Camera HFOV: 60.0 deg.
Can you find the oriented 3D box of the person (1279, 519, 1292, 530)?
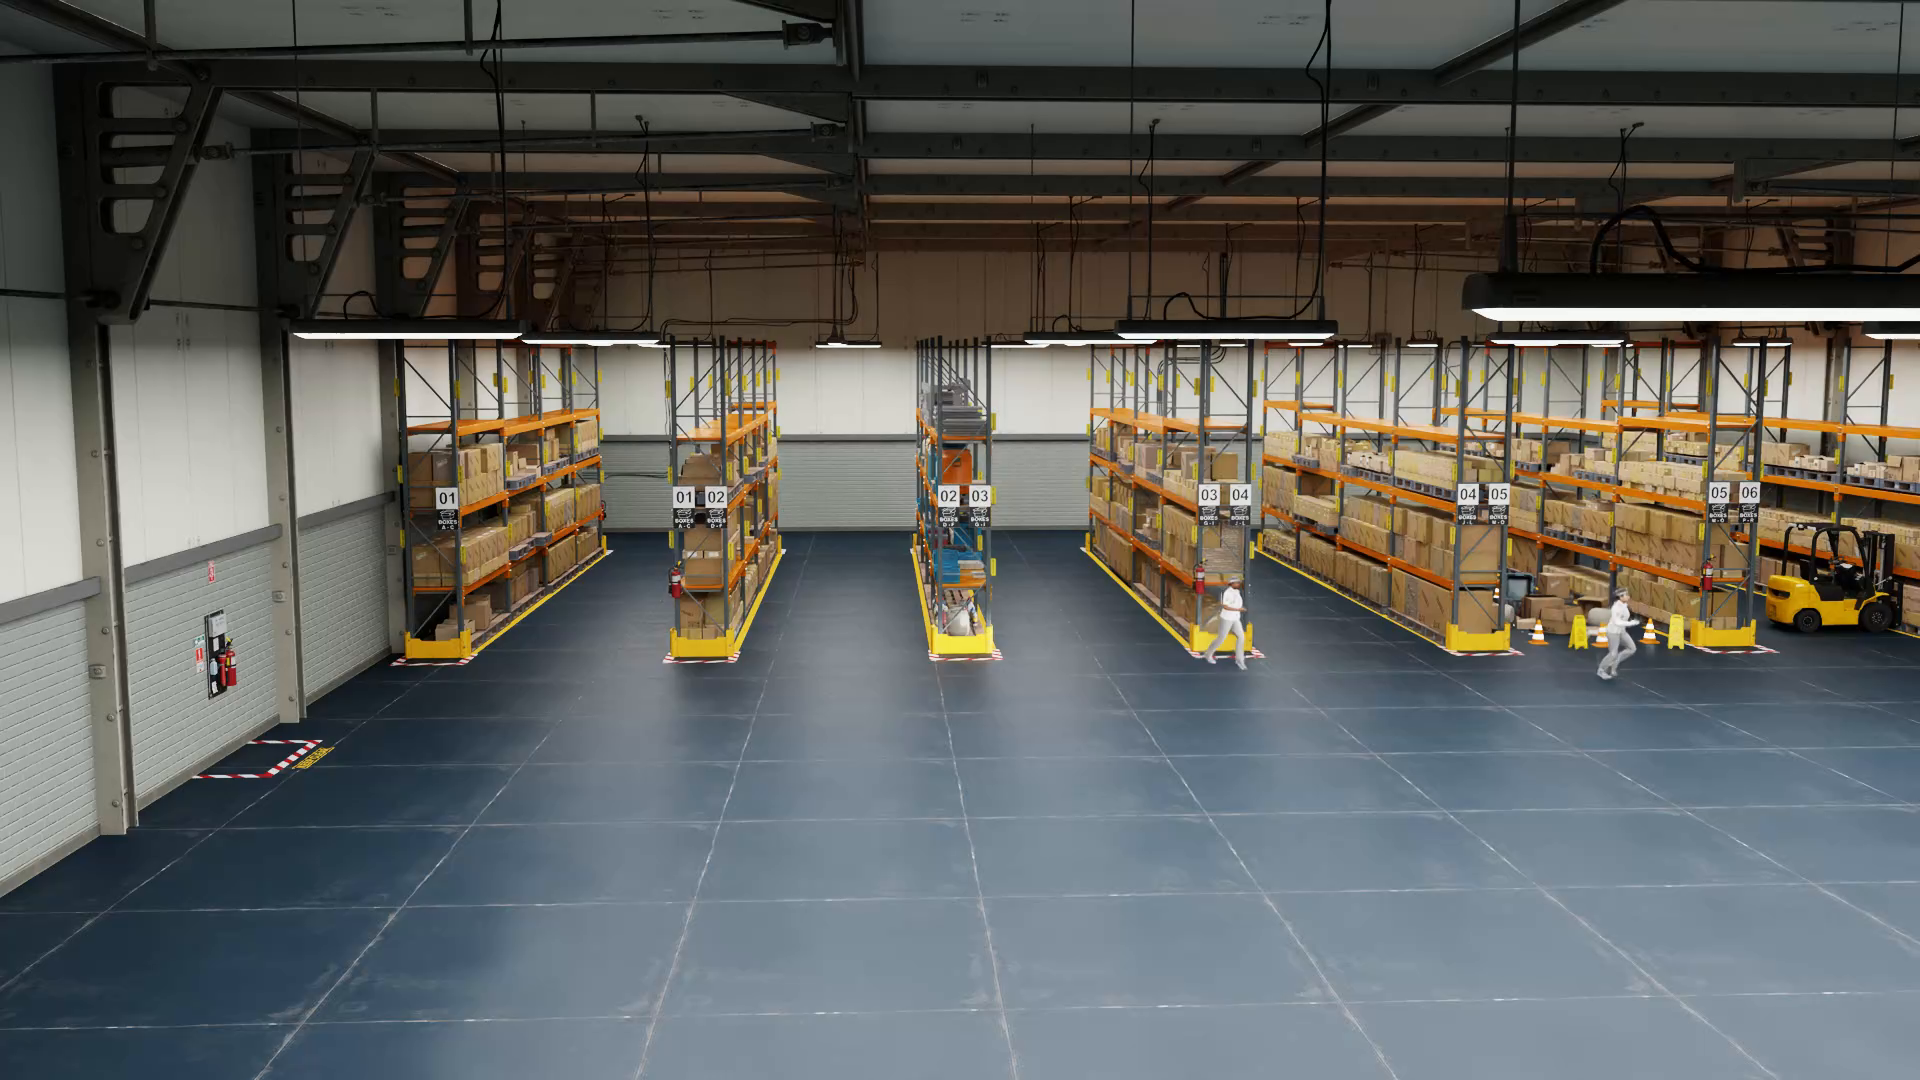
[{"bbox_3d":[9.589,-0.681,48.944,0.955,1.667,0.567,-2,7,-15],"label":"person"}]

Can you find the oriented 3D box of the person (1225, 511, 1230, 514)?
[{"bbox_3d":[7.414,-0.518,47.617,0.709,1.633,0.884,2,7,18],"label":"person"}]

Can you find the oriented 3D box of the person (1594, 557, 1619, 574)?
[{"bbox_3d":[16.167,0.145,41.624,0.632,1.769,1.096,-1,7,-5],"label":"person"}]

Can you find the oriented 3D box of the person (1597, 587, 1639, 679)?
[{"bbox_3d":[11.442,1.615,28.872,0.724,1.643,0.633,6,9,40],"label":"person"}]

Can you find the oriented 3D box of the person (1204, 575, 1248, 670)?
[{"bbox_3d":[4.866,1.477,30.182,0.873,1.713,0.567,6,9,42],"label":"person"}]
